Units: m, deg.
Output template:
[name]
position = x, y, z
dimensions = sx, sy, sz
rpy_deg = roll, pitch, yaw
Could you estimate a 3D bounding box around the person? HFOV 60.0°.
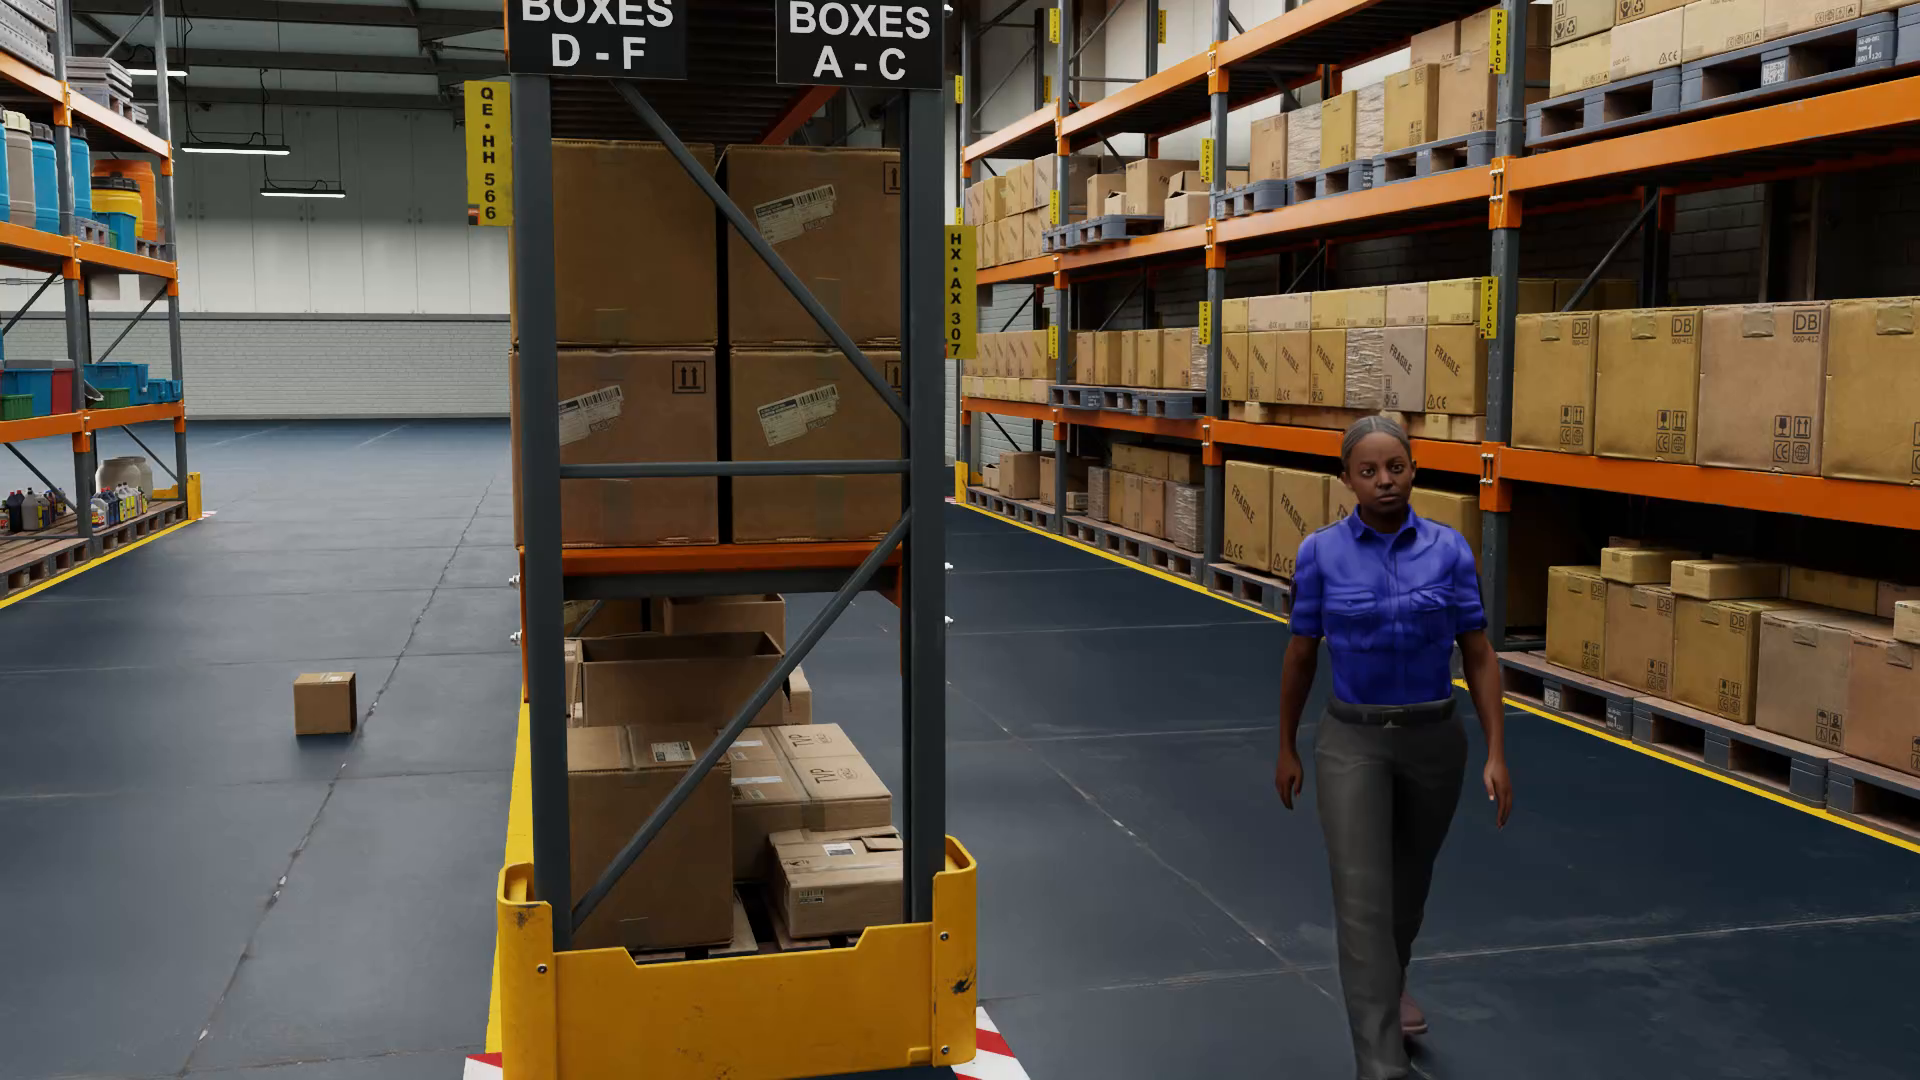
[person]
position = 1.036, 0.476, 4.011
dimensions = 0.501, 1.546, 0.808
rpy_deg = 0, 6, 2
